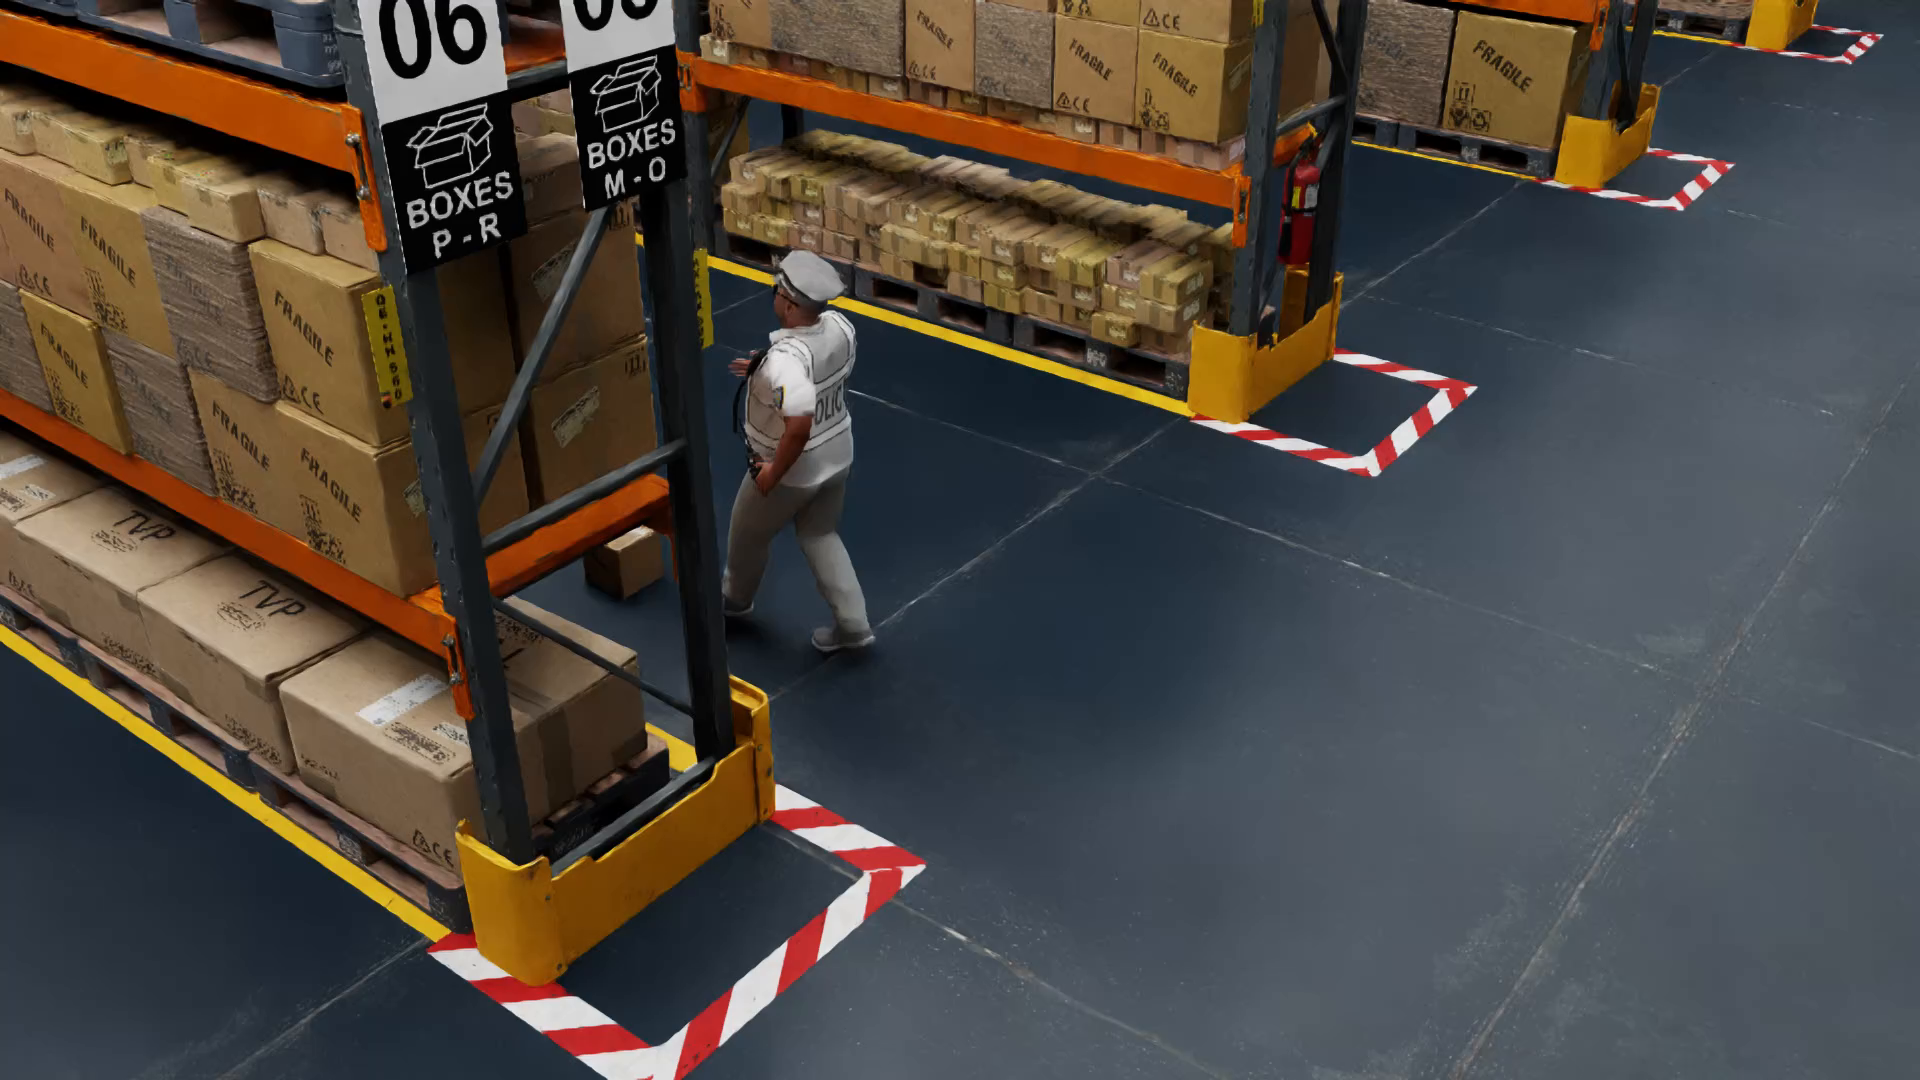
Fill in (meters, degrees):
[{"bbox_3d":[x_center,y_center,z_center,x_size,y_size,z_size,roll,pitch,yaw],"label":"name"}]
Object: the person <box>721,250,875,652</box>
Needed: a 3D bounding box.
[{"bbox_3d":[-0.748,-0.374,6.728,0.922,1.757,0.611,23,38,34],"label":"person"}]
